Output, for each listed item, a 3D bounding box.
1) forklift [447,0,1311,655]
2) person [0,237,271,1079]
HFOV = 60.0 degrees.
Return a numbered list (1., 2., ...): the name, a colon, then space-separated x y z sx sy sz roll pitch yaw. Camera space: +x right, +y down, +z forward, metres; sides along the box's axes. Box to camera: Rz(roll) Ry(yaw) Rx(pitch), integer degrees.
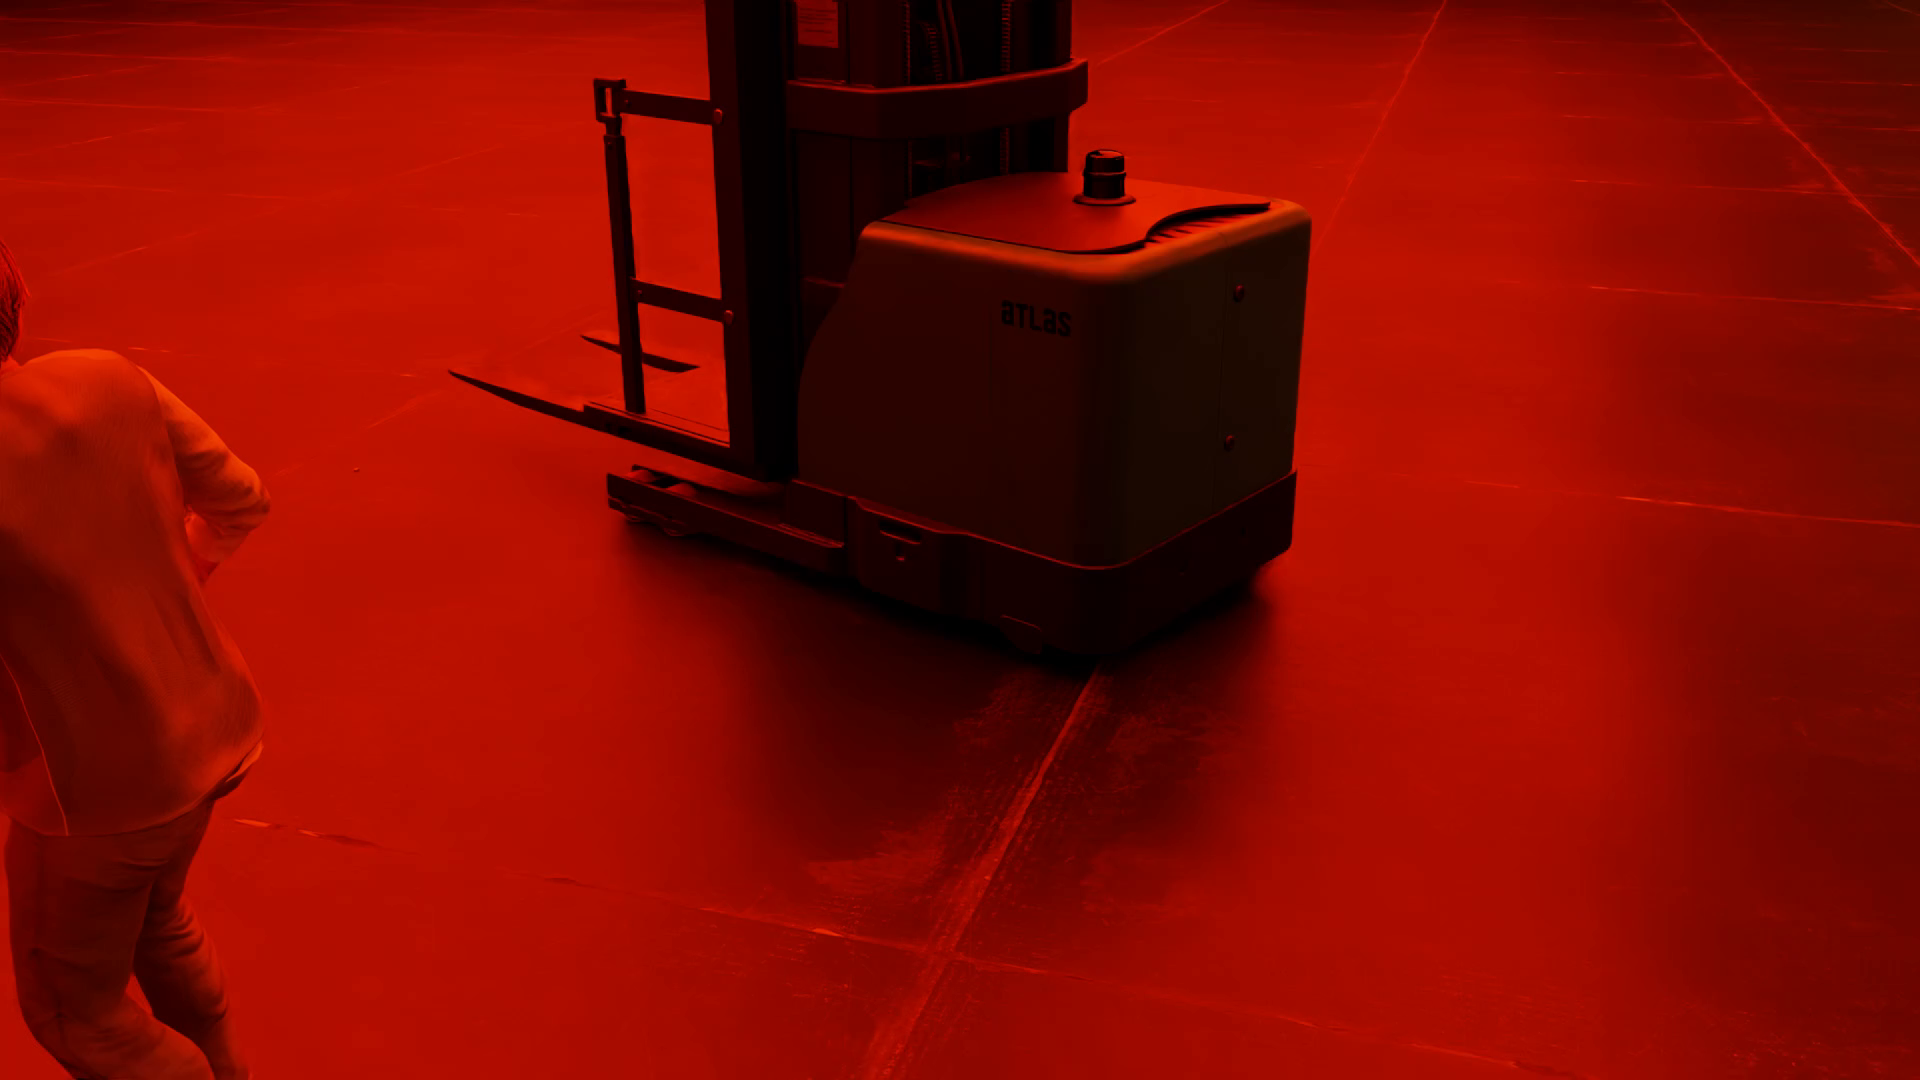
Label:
1. forklift: -0.483 -1.500 4.913 3.031 2.935 1.130 17 28 36
2. person: -1.184 0.319 2.205 0.439 1.565 0.614 4 23 10
